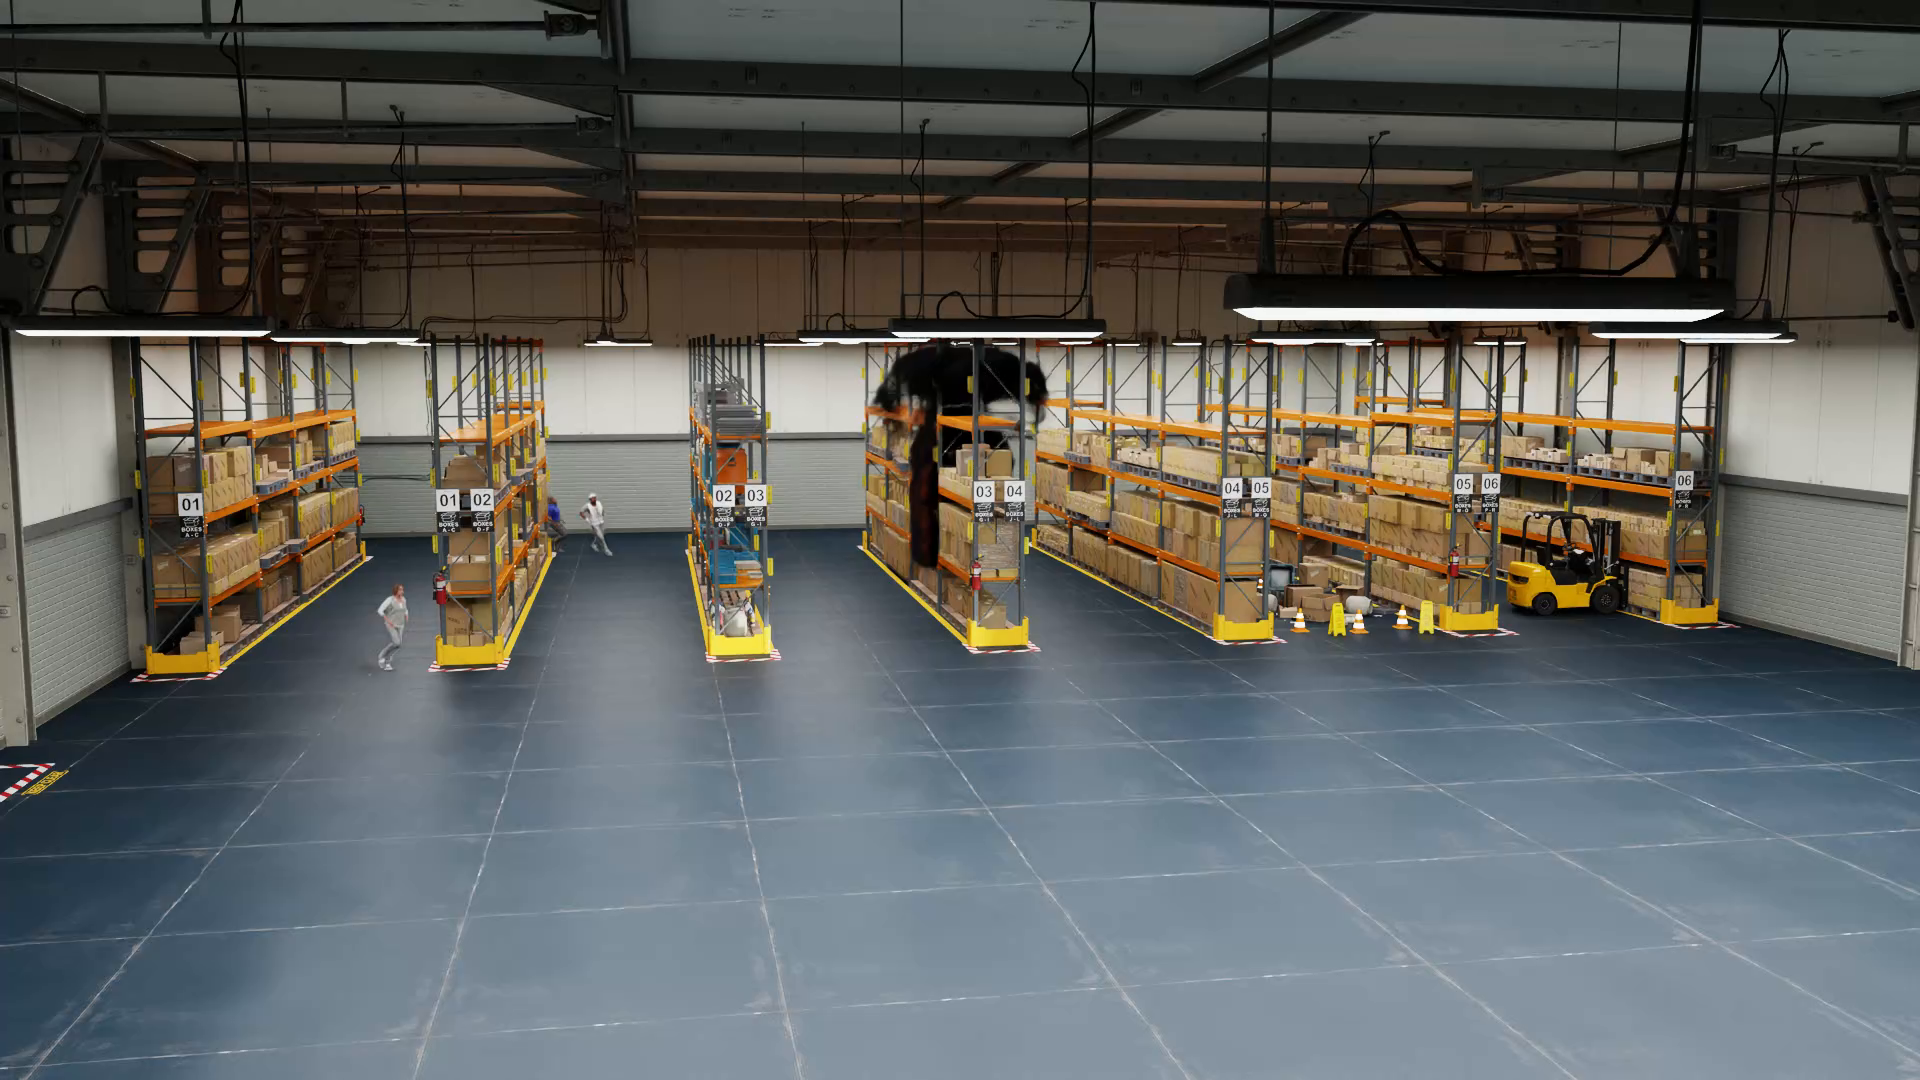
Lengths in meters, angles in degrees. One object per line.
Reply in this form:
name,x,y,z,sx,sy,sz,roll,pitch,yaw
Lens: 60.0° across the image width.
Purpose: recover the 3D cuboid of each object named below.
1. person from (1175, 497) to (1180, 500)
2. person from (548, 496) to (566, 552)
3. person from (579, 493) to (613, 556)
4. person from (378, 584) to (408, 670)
person,5.831,-0.277,44.818,0.699,1.768,0.927,-3,7,-22
person,-11.363,-0.440,47.007,0.480,1.606,0.632,1,7,5
person,-10.163,-0.439,46.219,0.954,1.753,0.698,5,8,39
person,-10.088,1.565,29.762,0.510,1.509,0.559,4,8,30
